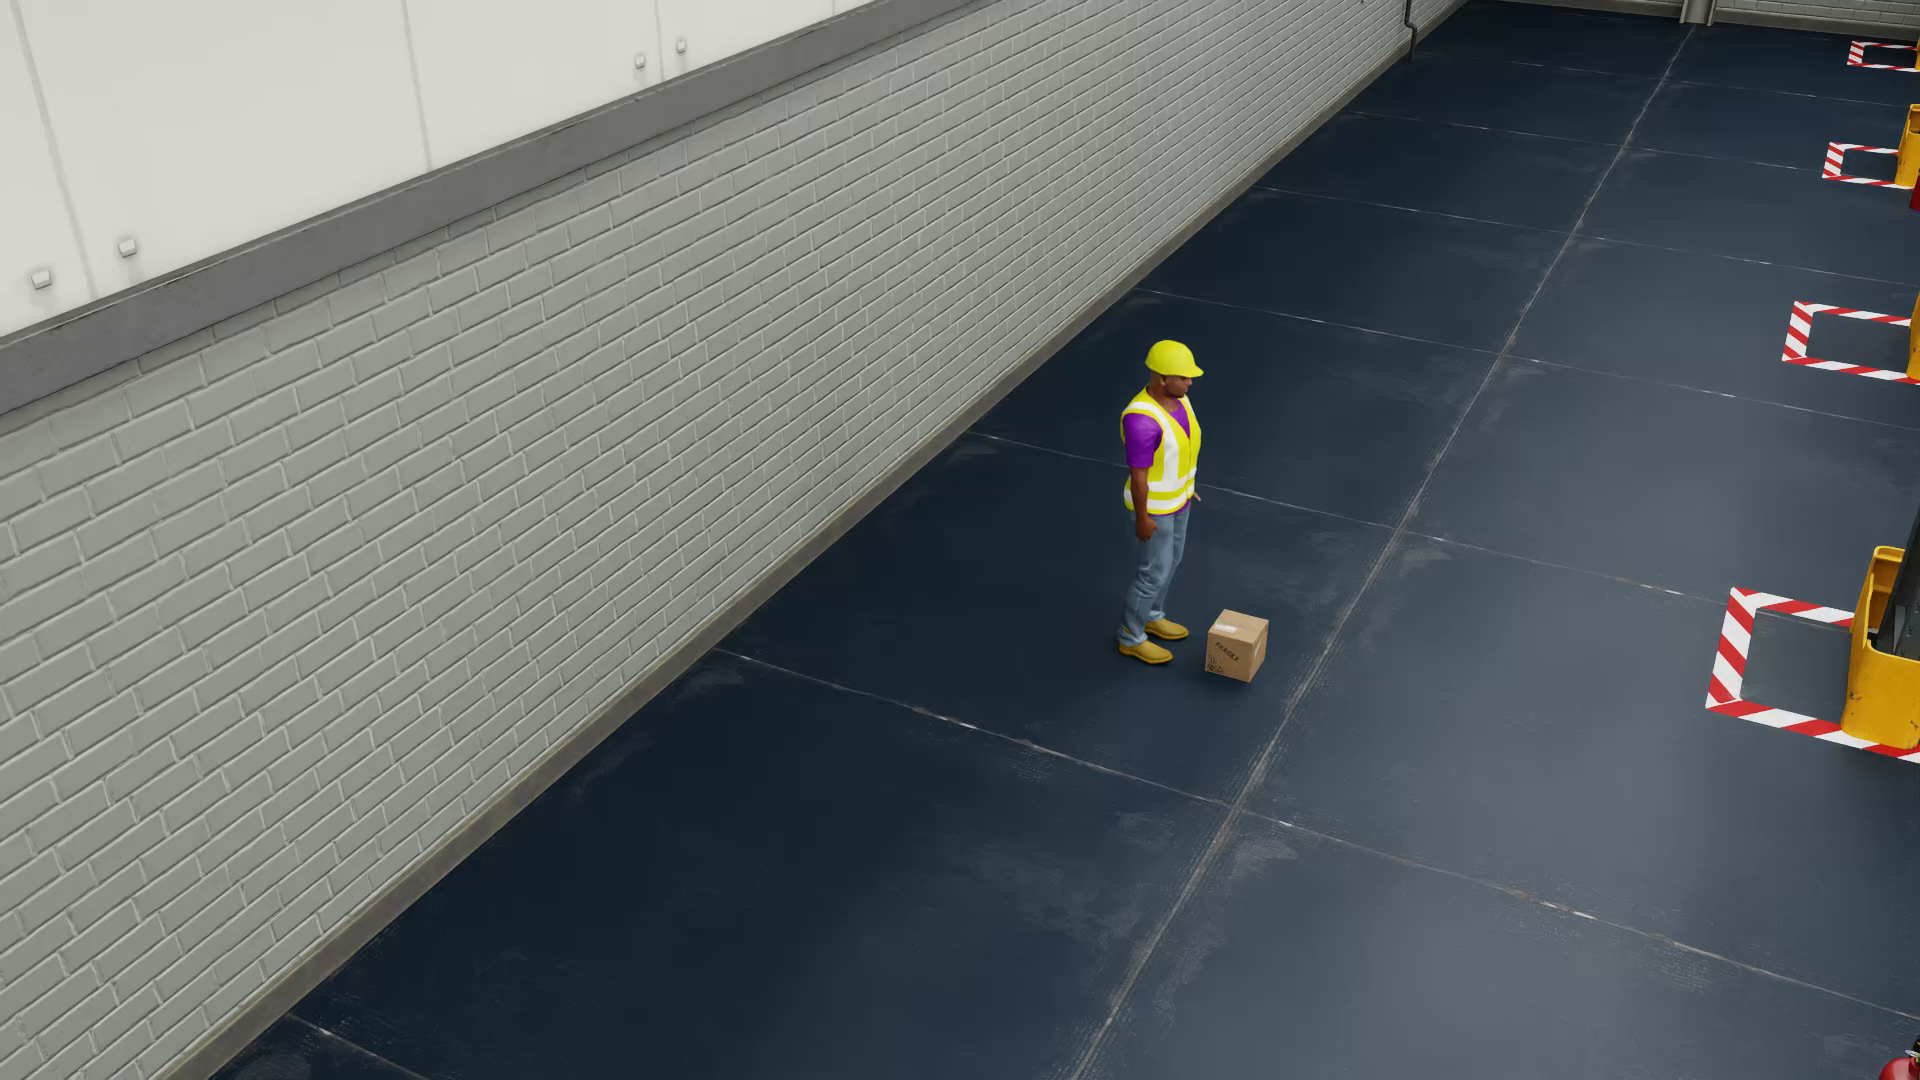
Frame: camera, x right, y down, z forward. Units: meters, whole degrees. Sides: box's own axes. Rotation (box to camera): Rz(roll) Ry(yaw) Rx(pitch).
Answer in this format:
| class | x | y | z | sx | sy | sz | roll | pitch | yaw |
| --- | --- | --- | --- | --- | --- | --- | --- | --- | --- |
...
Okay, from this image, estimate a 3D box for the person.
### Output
| class | x | y | z | sx | sy | sz | roll | pitch | yaw |
| --- | --- | --- | --- | --- | --- | --- | --- | --- | --- |
| person | 1.042 | -0.213 | 8.641 | 0.366 | 1.763 | 0.565 | 15 | 33 | 24 |
